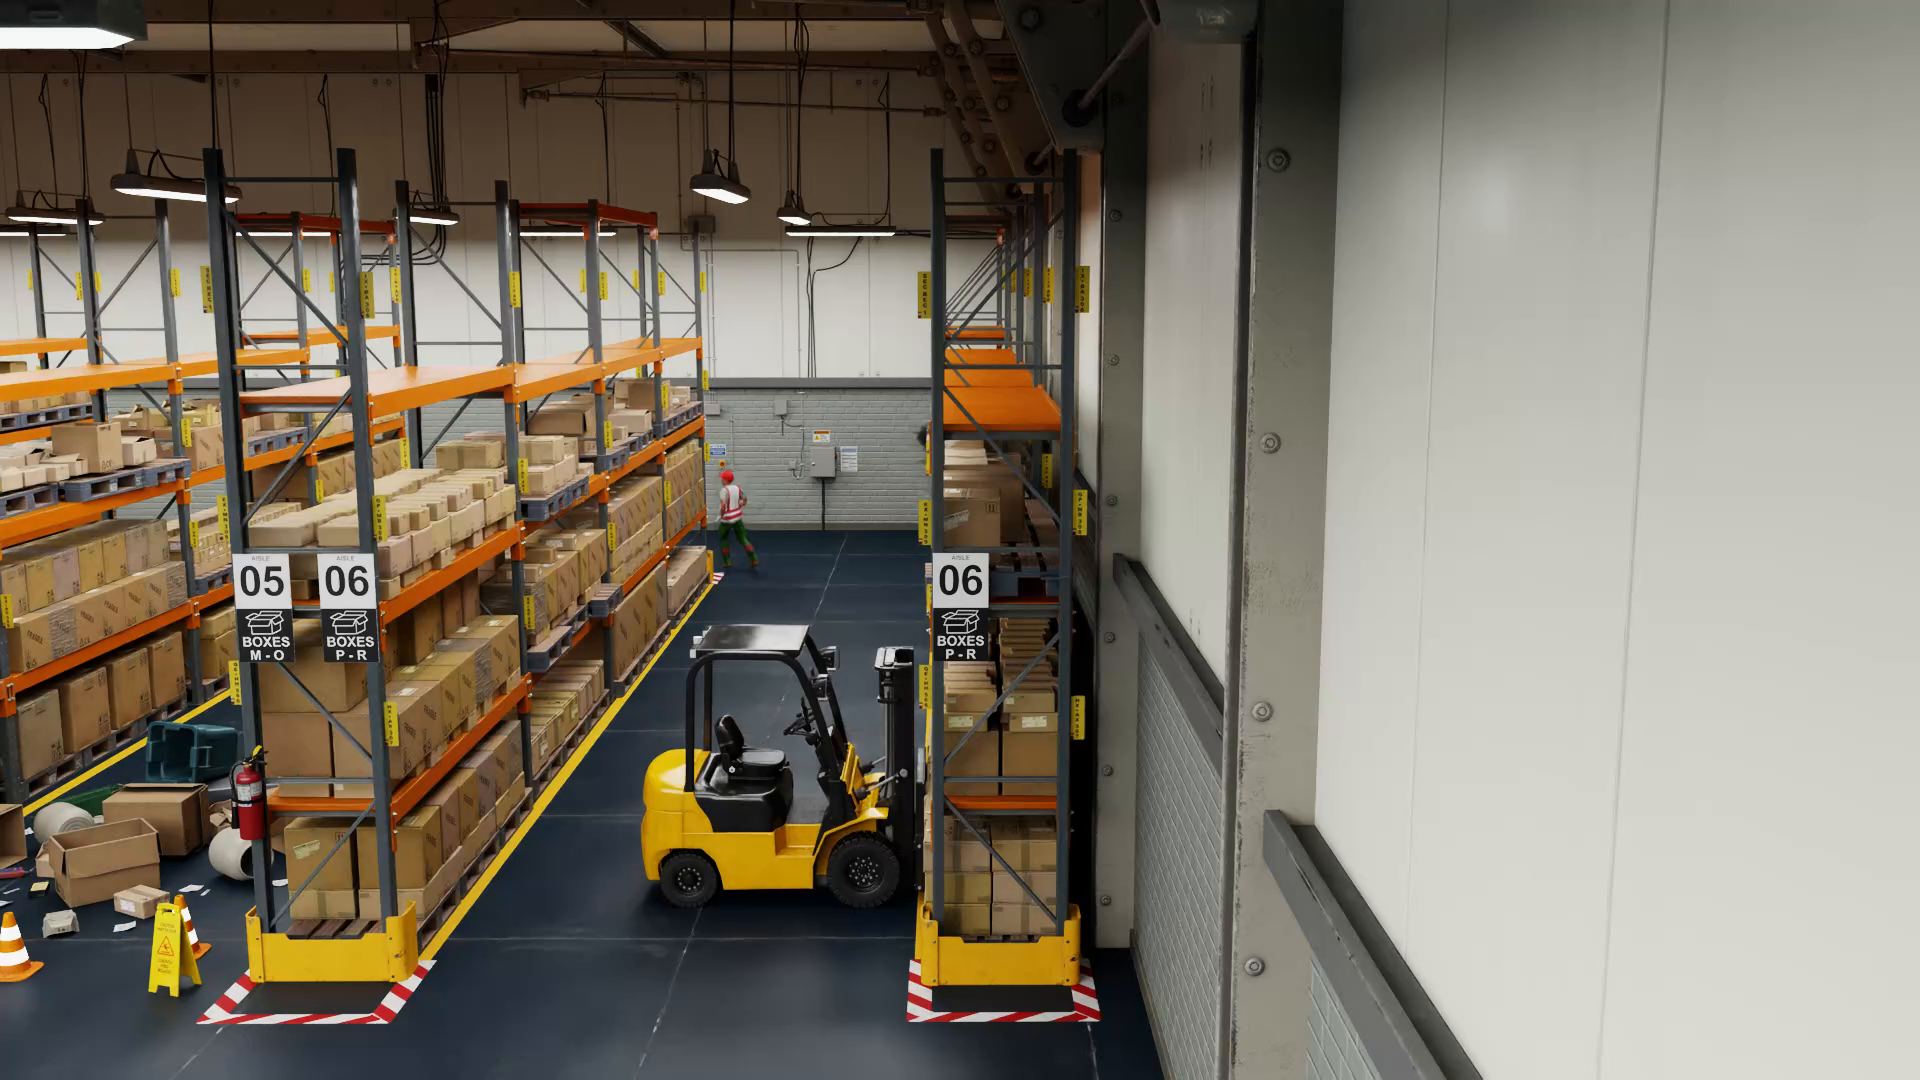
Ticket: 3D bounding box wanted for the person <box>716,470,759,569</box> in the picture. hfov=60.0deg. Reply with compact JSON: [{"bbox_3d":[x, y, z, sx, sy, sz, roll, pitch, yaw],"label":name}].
[{"bbox_3d":[-3.996,-0.331,28.919,0.869,1.796,0.723,9,13,43],"label":"person"}]
